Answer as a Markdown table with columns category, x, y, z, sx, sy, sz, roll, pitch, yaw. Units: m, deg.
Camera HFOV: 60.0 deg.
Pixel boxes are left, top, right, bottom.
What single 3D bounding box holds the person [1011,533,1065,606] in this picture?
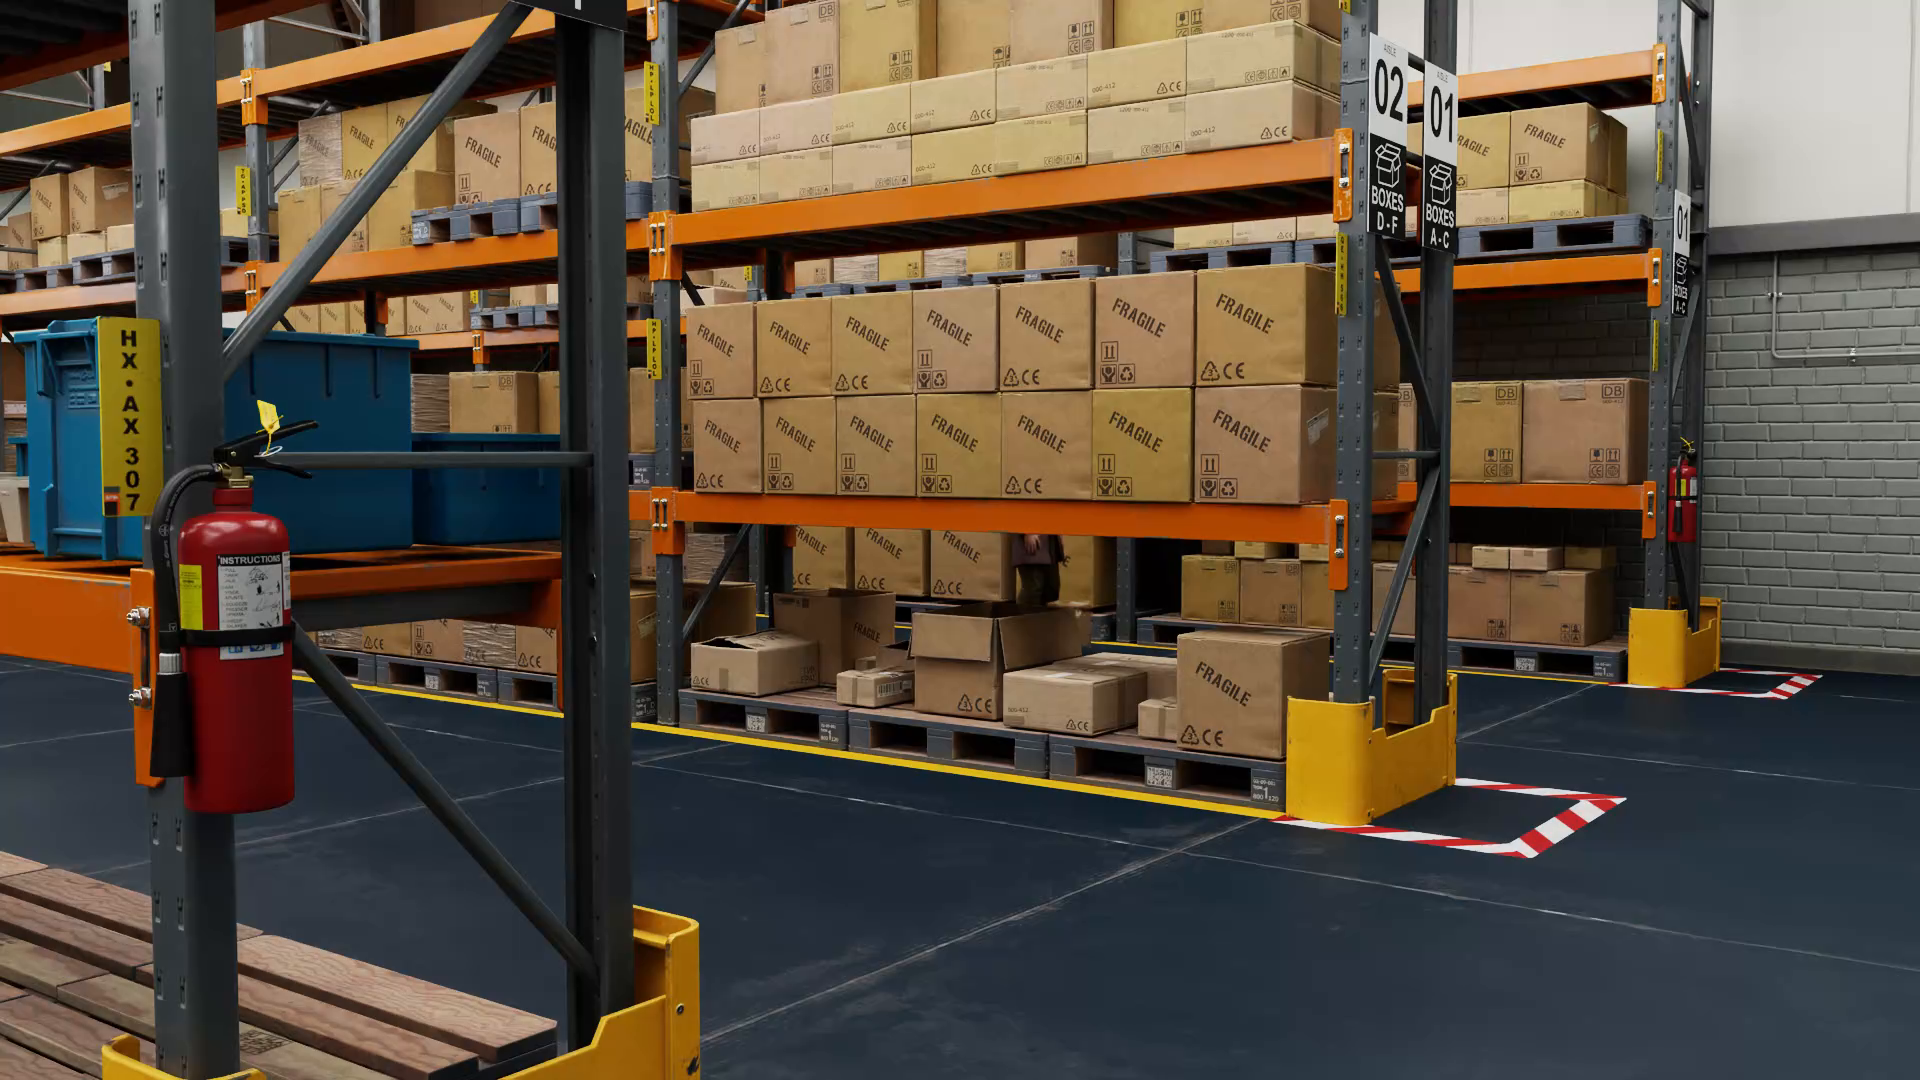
| category | x | y | z | sx | sy | sz | roll | pitch | yaw |
| --- | --- | --- | --- | --- | --- | --- | --- | --- | --- |
| person | 0.586 | -0.030 | 12.439 | 0.426 | 1.775 | 0.612 | 2 | 4 | 29 |
